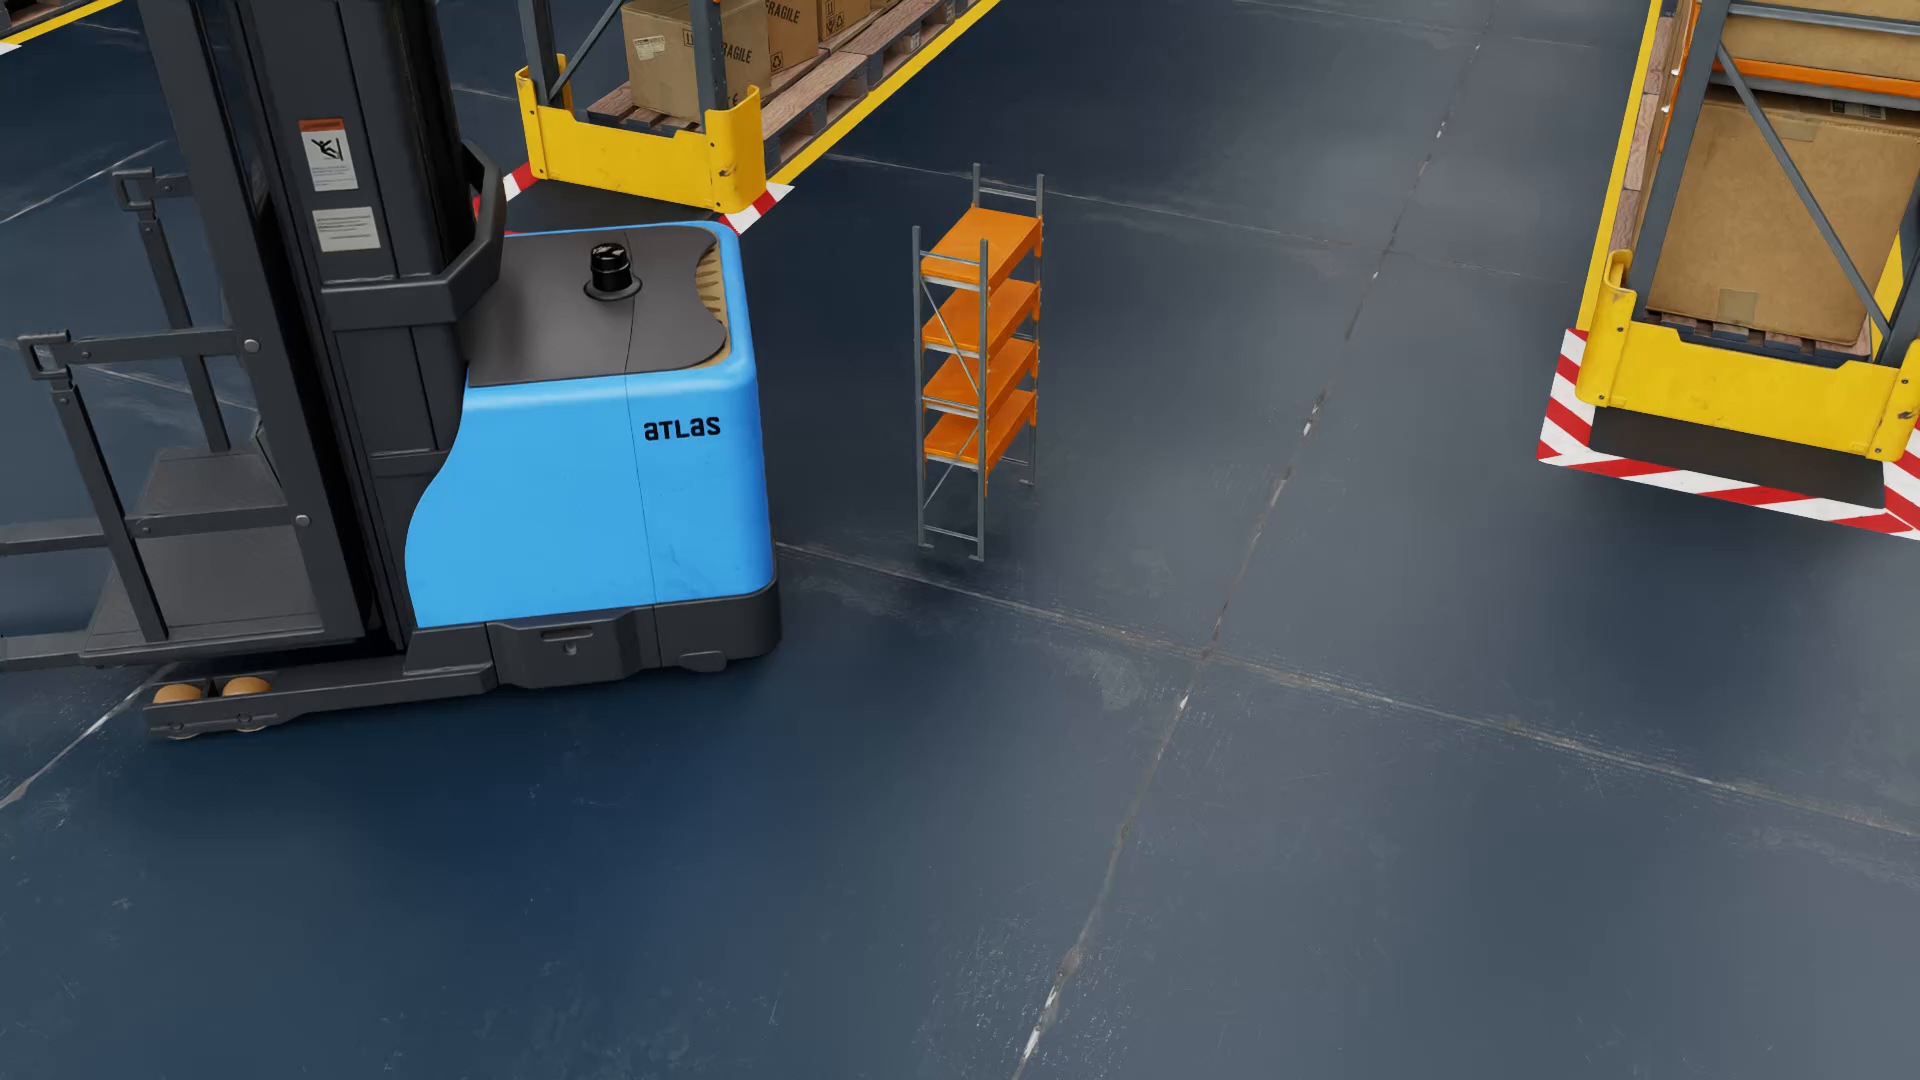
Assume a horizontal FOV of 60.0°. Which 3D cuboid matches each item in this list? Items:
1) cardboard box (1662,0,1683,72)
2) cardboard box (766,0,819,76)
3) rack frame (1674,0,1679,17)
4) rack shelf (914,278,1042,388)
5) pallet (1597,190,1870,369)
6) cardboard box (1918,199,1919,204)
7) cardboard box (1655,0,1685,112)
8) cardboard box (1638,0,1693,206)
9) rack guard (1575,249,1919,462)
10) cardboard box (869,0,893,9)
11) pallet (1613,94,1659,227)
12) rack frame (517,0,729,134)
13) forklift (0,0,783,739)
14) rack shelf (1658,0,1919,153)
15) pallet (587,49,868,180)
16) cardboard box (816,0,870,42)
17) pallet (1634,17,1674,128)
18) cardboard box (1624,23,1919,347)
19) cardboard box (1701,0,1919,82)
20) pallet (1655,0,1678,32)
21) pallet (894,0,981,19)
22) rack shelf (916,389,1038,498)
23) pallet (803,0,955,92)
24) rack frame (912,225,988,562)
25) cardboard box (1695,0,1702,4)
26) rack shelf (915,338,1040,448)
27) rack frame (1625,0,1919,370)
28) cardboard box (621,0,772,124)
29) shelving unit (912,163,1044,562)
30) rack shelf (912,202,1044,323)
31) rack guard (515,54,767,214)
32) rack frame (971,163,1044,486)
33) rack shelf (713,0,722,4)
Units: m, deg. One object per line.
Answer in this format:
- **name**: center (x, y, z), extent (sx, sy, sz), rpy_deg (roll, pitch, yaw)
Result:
- **cardboard box**: center (4.221, -2.918, 8.573), extent (0.875, 0.875, 0.875), rpy_deg (14, 39, 18)
- **cardboard box**: center (-1.097, -2.752, 8.664), extent (0.500, 0.500, 0.500), rpy_deg (25, 43, 29)
- **rack frame**: center (4.525, -3.933, 8.507), extent (1.000, 3.000, 0.127), rpy_deg (14, 39, 18)
- **rack shelf**: center (0.063, -0.698, 5.420), extent (0.258, 0.148, 0.480), rpy_deg (14, 39, 18)
- **pallet**: center (3.235, -1.062, 6.995), extent (1.003, 0.211, 1.213), rpy_deg (14, 39, 18)
- **cardboard box**: center (4.883, -1.840, 7.792), extent (0.500, 0.500, 0.500), rpy_deg (21, 42, 25)
- **cardboard box**: center (3.881, -2.418, 7.904), extent (0.875, 0.875, 0.875), rpy_deg (14, 39, 18)
- **cardboard box**: center (3.533, -1.914, 7.229), extent (0.875, 0.875, 0.875), rpy_deg (13, 39, 17)
- **rack guard**: center (2.994, -0.704, 6.275), extent (1.175, 0.500, 0.348), rpy_deg (14, 39, 18)
- **cardboard box**: center (-0.587, -3.393, 9.522), extent (0.500, 0.500, 0.500), rpy_deg (11, 38, 14)
- **pallet**: center (3.700, -1.735, 7.896), extent (1.003, 0.211, 1.213), rpy_deg (14, 39, 18)
- **rack frame**: center (-1.546, -2.905, 7.131), extent (1.000, 3.000, 0.127), rpy_deg (14, 39, 18)
- **forklift**: center (-2.123, -0.922, 4.536), extent (3.031, 2.935, 1.130), rpy_deg (-6, 37, -8)
- **rack shelf**: center (3.764, -2.538, 7.241), extent (1.077, 0.370, 4.000), rpy_deg (14, 39, 18)
- **pallet**: center (-1.175, -2.272, 8.613), extent (1.003, 0.211, 1.213), rpy_deg (14, 39, 18)
- **cardboard box**: center (-0.841, -3.095, 9.122), extent (0.500, 0.500, 0.500), rpy_deg (18, 40, 22)
- **pallet**: center (4.163, -2.413, 8.802), extent (1.003, 0.211, 1.213), rpy_deg (14, 39, 18)
- **cardboard box**: center (3.200, -1.426, 6.577), extent (0.875, 0.875, 0.875), rpy_deg (14, 39, 18)
- **cardboard box**: center (3.102, -1.995, 5.788), extent (0.875, 0.550, 0.550), rpy_deg (14, 39, 18)
- **pallet**: center (4.749, -3.261, 9.936), extent (1.003, 0.211, 1.213), rpy_deg (14, 39, 18)
- **pallet**: center (-0.247, -3.622, 10.420), extent (1.003, 0.211, 1.213), rpy_deg (14, 39, 18)
- **rack shelf**: center (0.063, -0.359, 5.673), extent (0.258, 0.148, 0.480), rpy_deg (14, 39, 18)
- **pallet**: center (-0.709, -2.945, 9.513), extent (1.003, 0.211, 1.213), rpy_deg (14, 39, 18)
- **rack frame**: center (-0.030, -0.437, 5.333), extent (0.240, 1.200, 0.015), rpy_deg (14, 39, 18)
- **cardboard box**: center (3.291, -2.304, 6.202), extent (0.875, 0.550, 0.550), rpy_deg (14, 39, 18)
- **rack shelf**: center (0.063, -0.518, 5.554), extent (0.258, 0.148, 0.480), rpy_deg (14, 39, 18)
- **rack frame**: center (3.003, -1.719, 5.544), extent (1.000, 3.000, 0.127), rpy_deg (14, 39, 18)
- **cardboard box**: center (-1.293, -2.414, 8.211), extent (0.500, 0.500, 0.500), rpy_deg (21, 42, 26)
- **shelving unit**: center (0.063, -0.572, 5.513), extent (0.258, 1.200, 0.503), rpy_deg (14, 39, 18)
- **rack shelf**: center (0.063, -0.887, 5.278), extent (0.258, 0.148, 0.480), rpy_deg (14, 39, 18)
- **rack guard**: center (-1.517, -1.945, 7.935), extent (1.175, 0.500, 0.348), rpy_deg (14, 39, 18)
- **rack frame**: center (0.156, -0.707, 5.694), extent (0.240, 1.200, 0.015), rpy_deg (14, 39, 18)
- **rack shelf**: center (-0.785, -3.724, 8.827), extent (1.077, 0.370, 4.000), rpy_deg (14, 39, 18)
